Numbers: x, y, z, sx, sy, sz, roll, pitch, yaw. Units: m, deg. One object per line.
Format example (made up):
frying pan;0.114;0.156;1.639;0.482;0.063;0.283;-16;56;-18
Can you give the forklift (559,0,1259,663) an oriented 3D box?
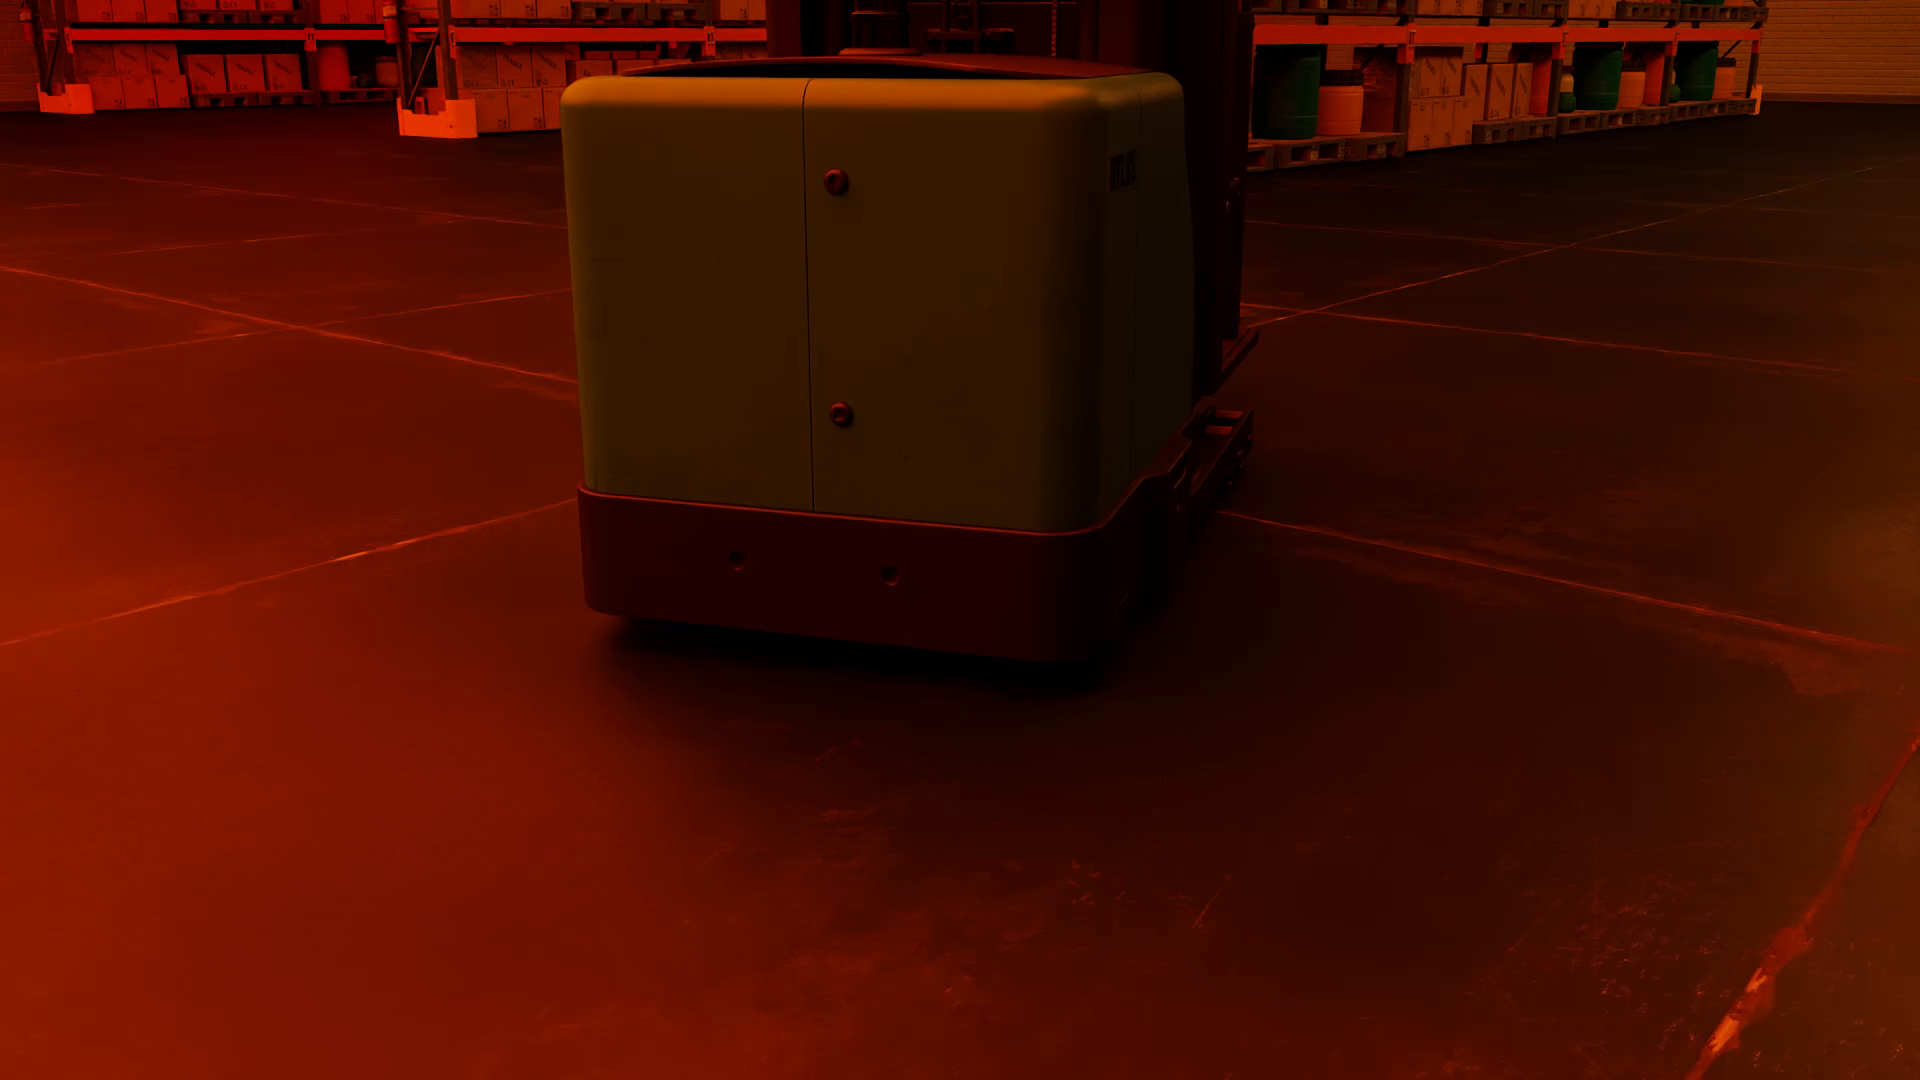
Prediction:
forklift;0.182;-1.571;4.072;1.130;2.935;3.031;5;18;17
